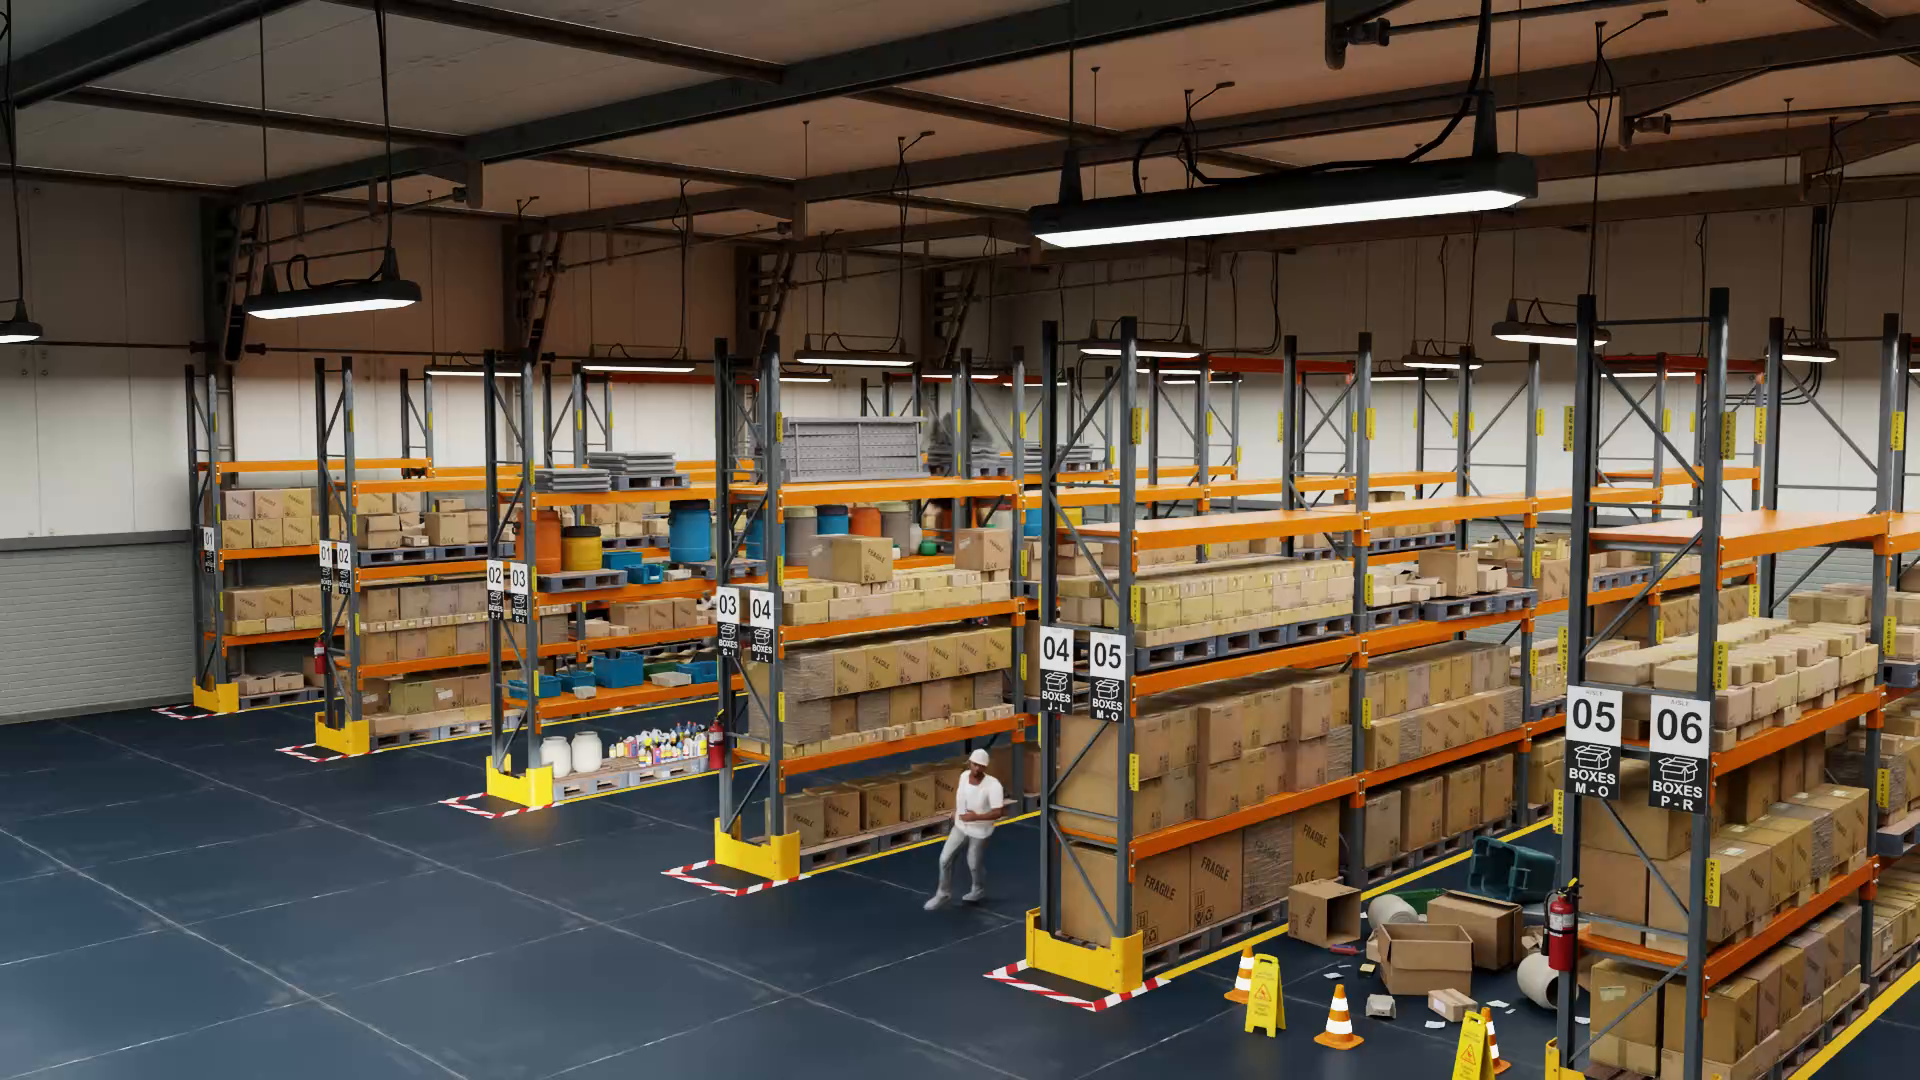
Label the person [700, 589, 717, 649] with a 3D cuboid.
[{"bbox_3d":[-4.982,1.743,34.027,0.710,1.640,0.817,1,5,17],"label":"person"}]

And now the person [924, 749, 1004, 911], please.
[{"bbox_3d":[0.133,2.971,17.181,0.819,1.696,0.738,3,5,31],"label":"person"}]
